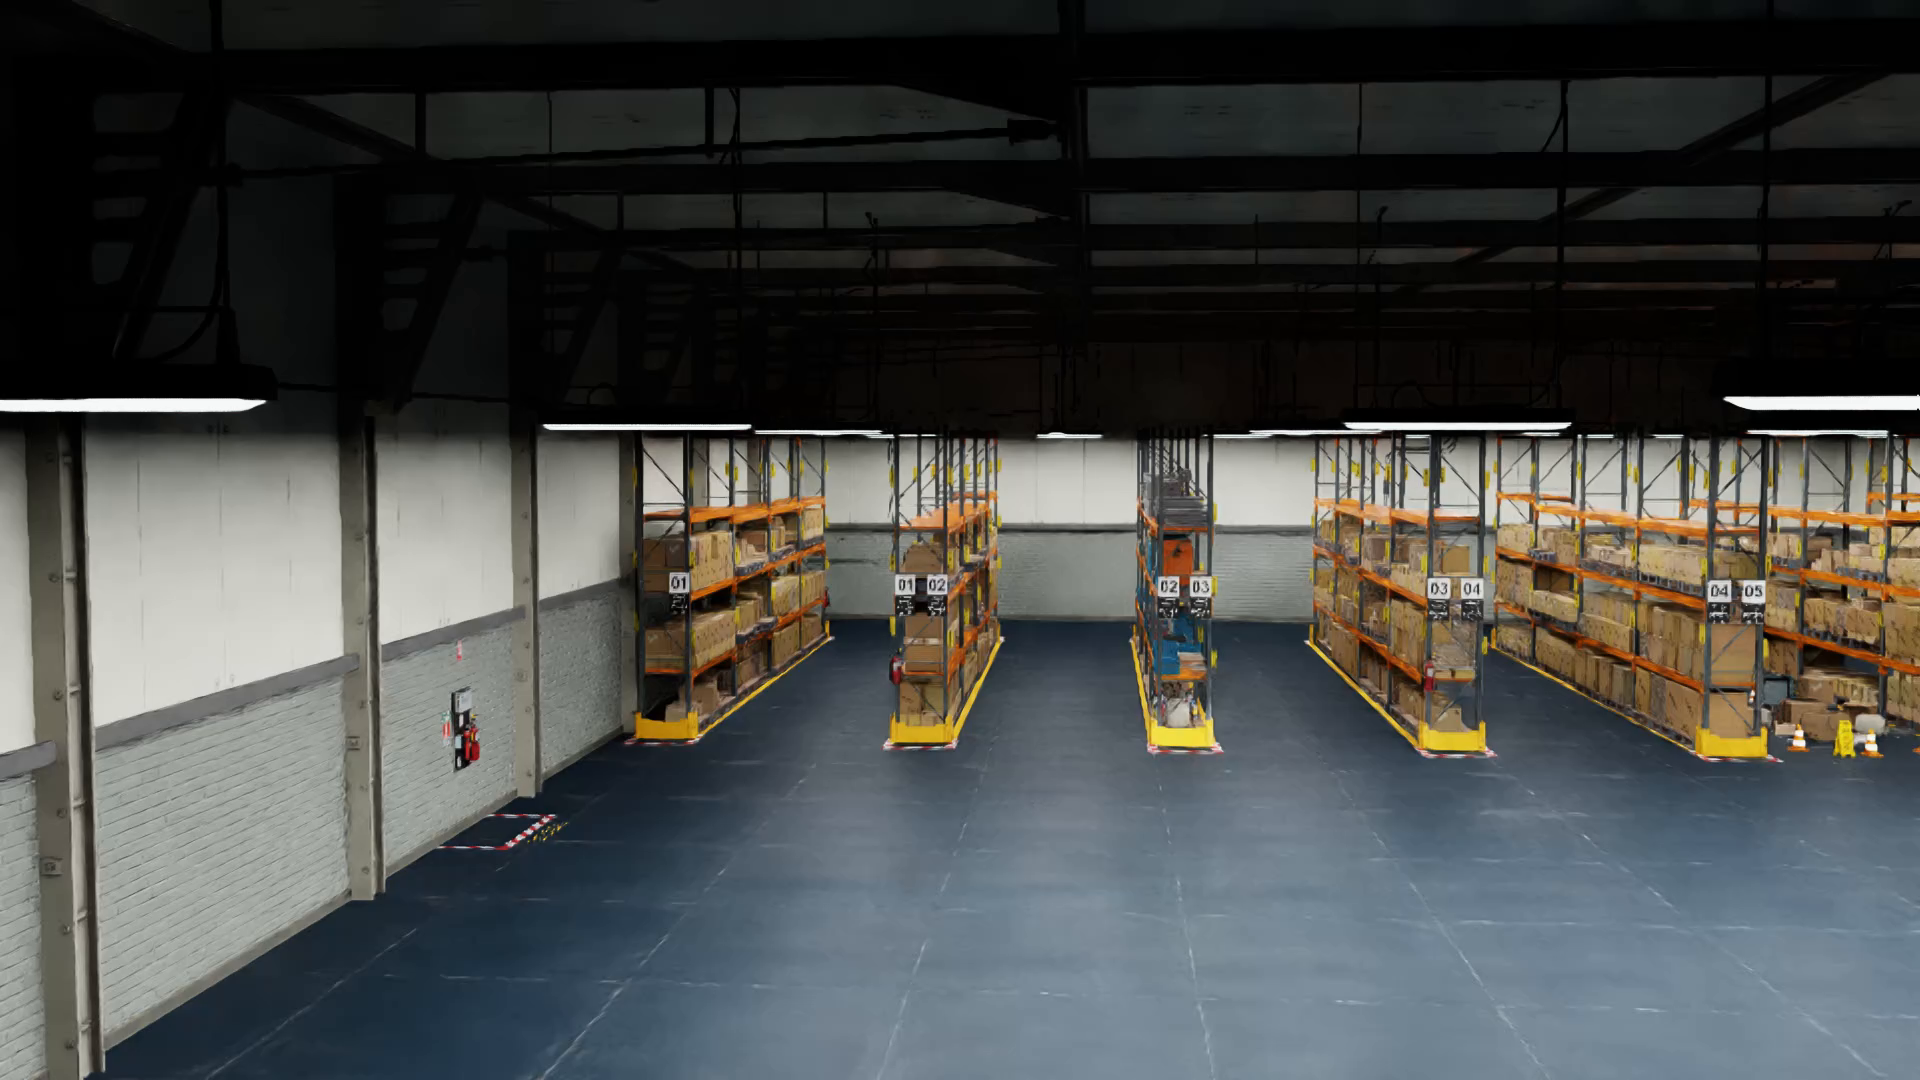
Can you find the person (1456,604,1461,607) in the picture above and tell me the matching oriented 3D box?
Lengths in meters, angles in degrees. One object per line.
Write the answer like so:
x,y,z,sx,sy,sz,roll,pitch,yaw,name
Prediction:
14.571,1.992,47.839,0.633,1.727,1.044,2,4,26,person
